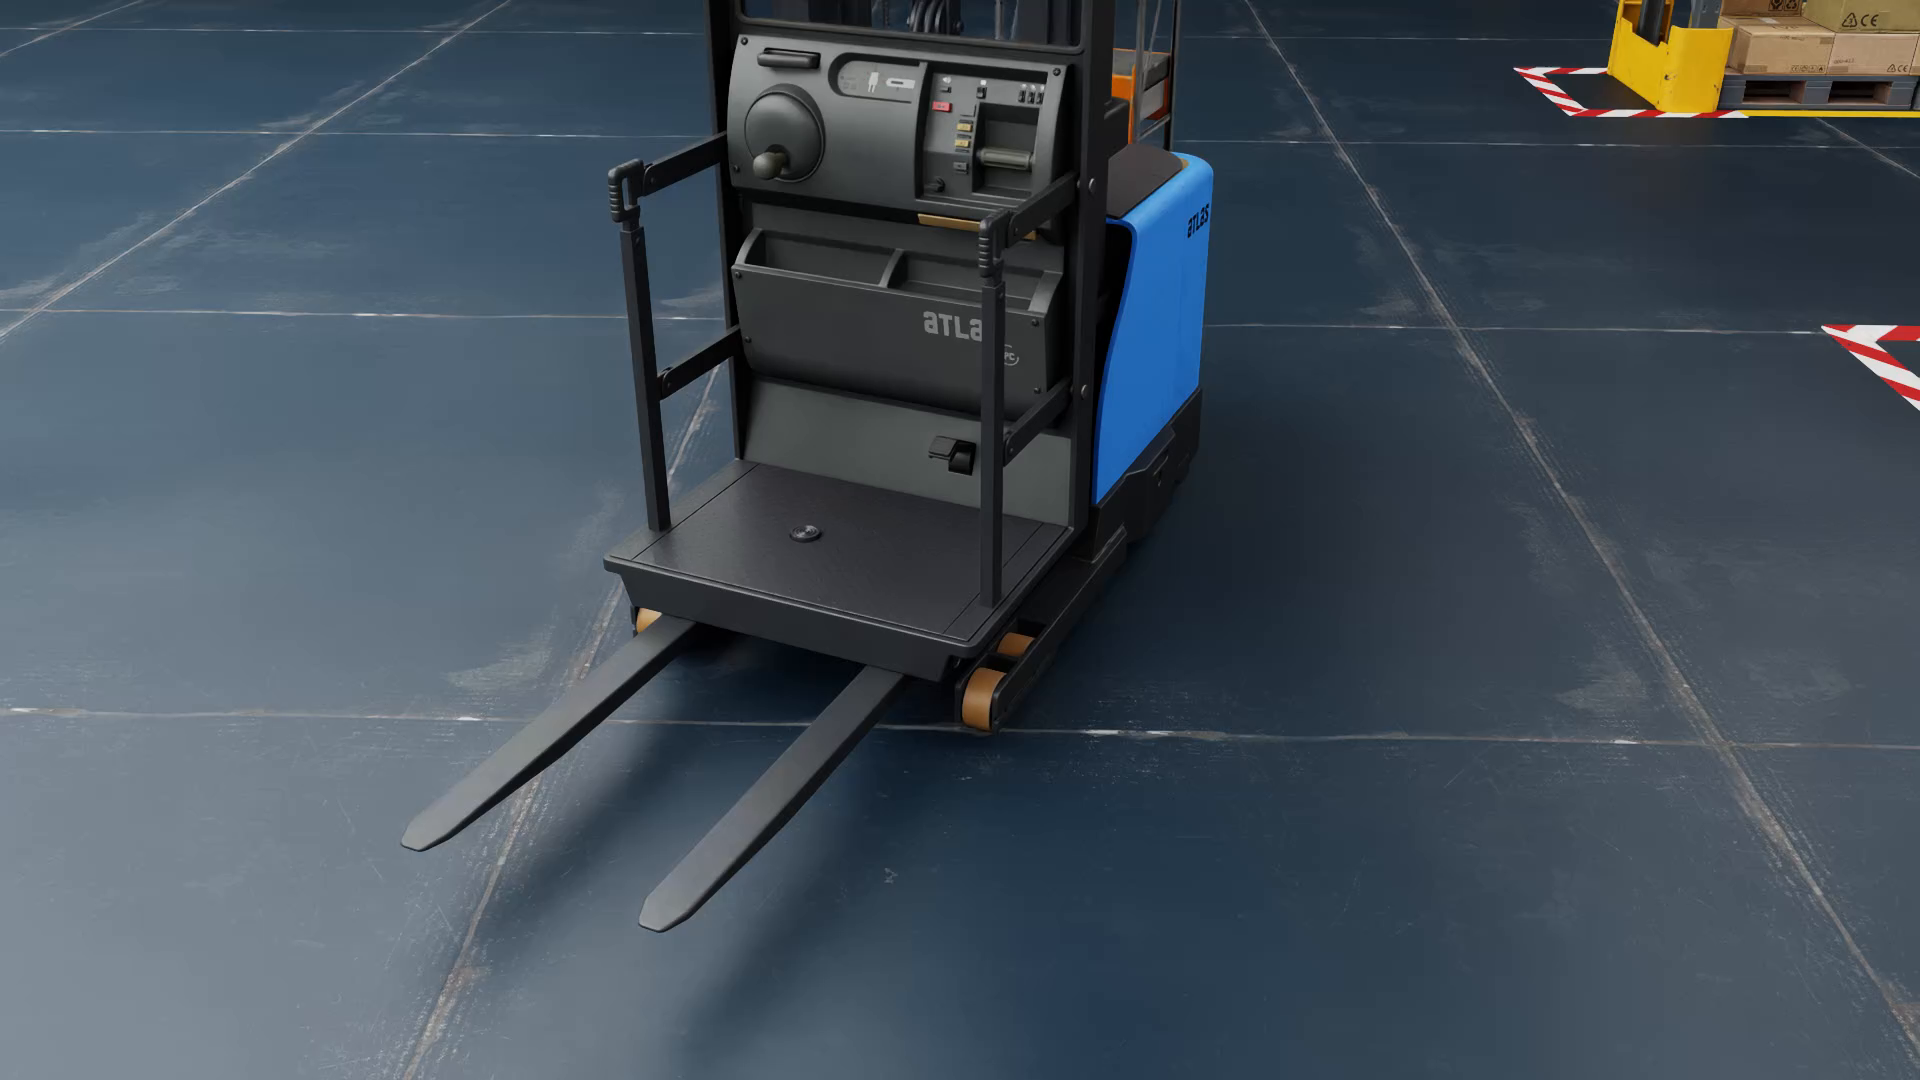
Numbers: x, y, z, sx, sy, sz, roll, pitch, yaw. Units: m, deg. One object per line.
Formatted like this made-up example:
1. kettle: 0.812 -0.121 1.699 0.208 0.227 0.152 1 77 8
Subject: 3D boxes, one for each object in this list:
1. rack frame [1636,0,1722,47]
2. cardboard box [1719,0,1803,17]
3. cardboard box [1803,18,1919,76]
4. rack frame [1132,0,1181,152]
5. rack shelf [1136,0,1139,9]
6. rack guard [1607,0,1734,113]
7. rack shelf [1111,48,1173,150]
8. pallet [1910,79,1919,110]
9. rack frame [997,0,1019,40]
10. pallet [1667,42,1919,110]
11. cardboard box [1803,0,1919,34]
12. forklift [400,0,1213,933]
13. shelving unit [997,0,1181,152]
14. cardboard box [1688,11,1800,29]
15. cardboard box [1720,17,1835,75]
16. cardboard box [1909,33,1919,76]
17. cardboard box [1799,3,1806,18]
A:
1. rack frame: 4.520 -4.212 9.993 0.127 3.000 1.000 1 28 2
2. cardboard box: 5.067 -3.645 10.609 0.500 0.500 0.500 1 28 2
3. cardboard box: 5.548 -3.063 10.313 0.500 0.250 0.500 1 28 2
4. rack frame: 0.656 -1.394 5.636 0.015 2.100 0.400 12 31 22
5. rack shelf: 0.435 -2.048 5.404 0.480 0.518 0.431 12 31 22
6. rack guard: 4.496 -3.108 10.579 0.348 0.500 1.175 1 28 2
7. rack shelf: 0.435 -1.431 5.734 0.480 0.518 0.431 12 31 22
8. pallet: 6.502 -2.966 10.619 1.213 0.211 1.003 1 28 2
9. rack frame: 0.214 -1.491 5.818 0.015 2.100 0.400 12 31 22
10. pallet: 5.286 -2.987 10.660 1.213 0.211 1.003 1 28 2
11. cardboard box: 5.548 -3.394 10.136 0.500 0.500 0.500 1 28 2
12. forklift: -0.262 -1.029 4.061 1.130 2.935 3.031 12 30 22
13. shelving unit: 0.435 -1.443 5.727 0.503 2.100 0.431 12 31 22
14. cardboard box: 5.067 -3.312 10.783 0.500 0.250 0.500 1 28 2
15. cardboard box: 5.048 -3.070 10.326 0.500 0.250 0.500 1 28 2
16. cardboard box: 6.048 -3.055 10.297 0.500 0.250 0.500 1 28 2
17. cardboard box: 5.567 -3.310 10.778 0.500 0.250 0.500 1 28 2
